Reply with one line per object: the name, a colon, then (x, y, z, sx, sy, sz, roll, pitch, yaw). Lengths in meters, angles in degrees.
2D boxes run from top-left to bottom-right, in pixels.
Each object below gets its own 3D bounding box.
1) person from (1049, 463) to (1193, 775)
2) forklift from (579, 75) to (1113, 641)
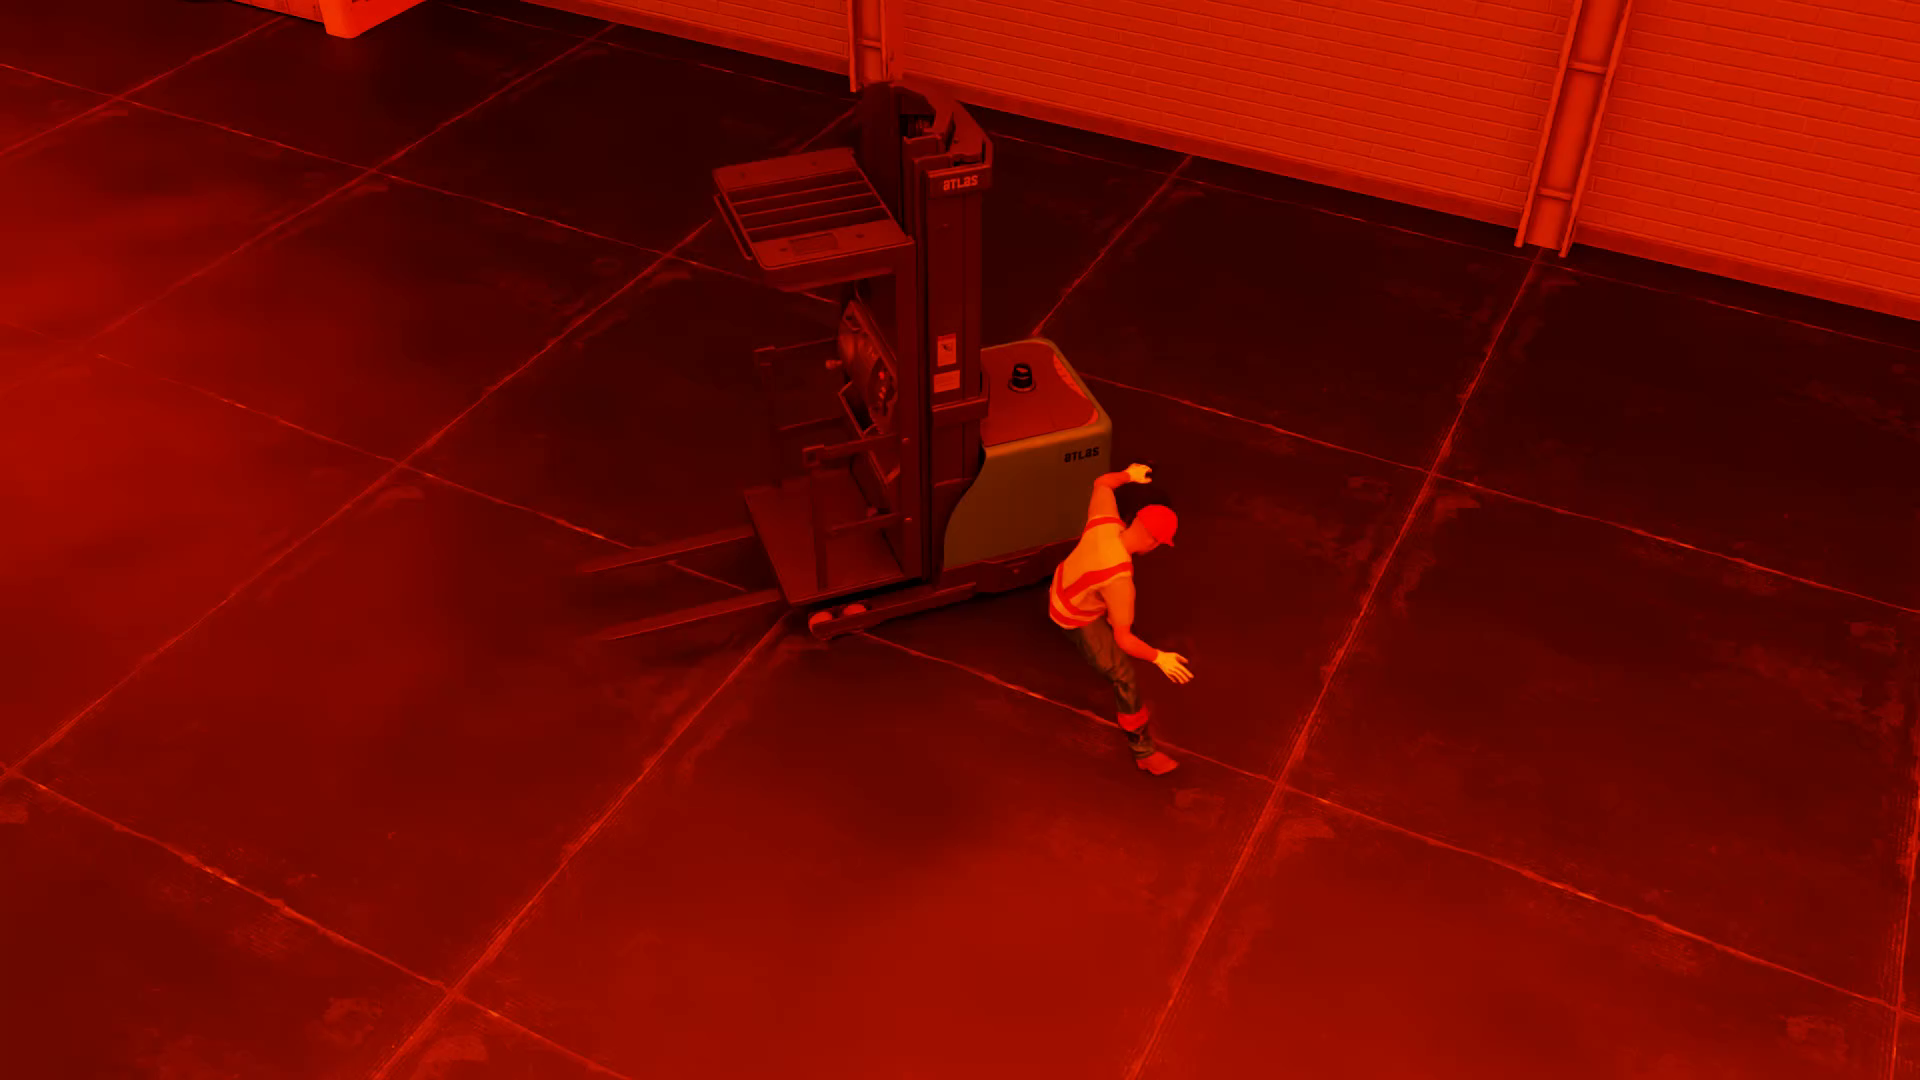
person: (0.851, 0.302, 8.804, 0.804, 1.439, 1.381, 5, 40, 6)
forklift: (-0.691, -0.928, 9.089, 3.031, 2.935, 1.130, -13, 42, -15)
